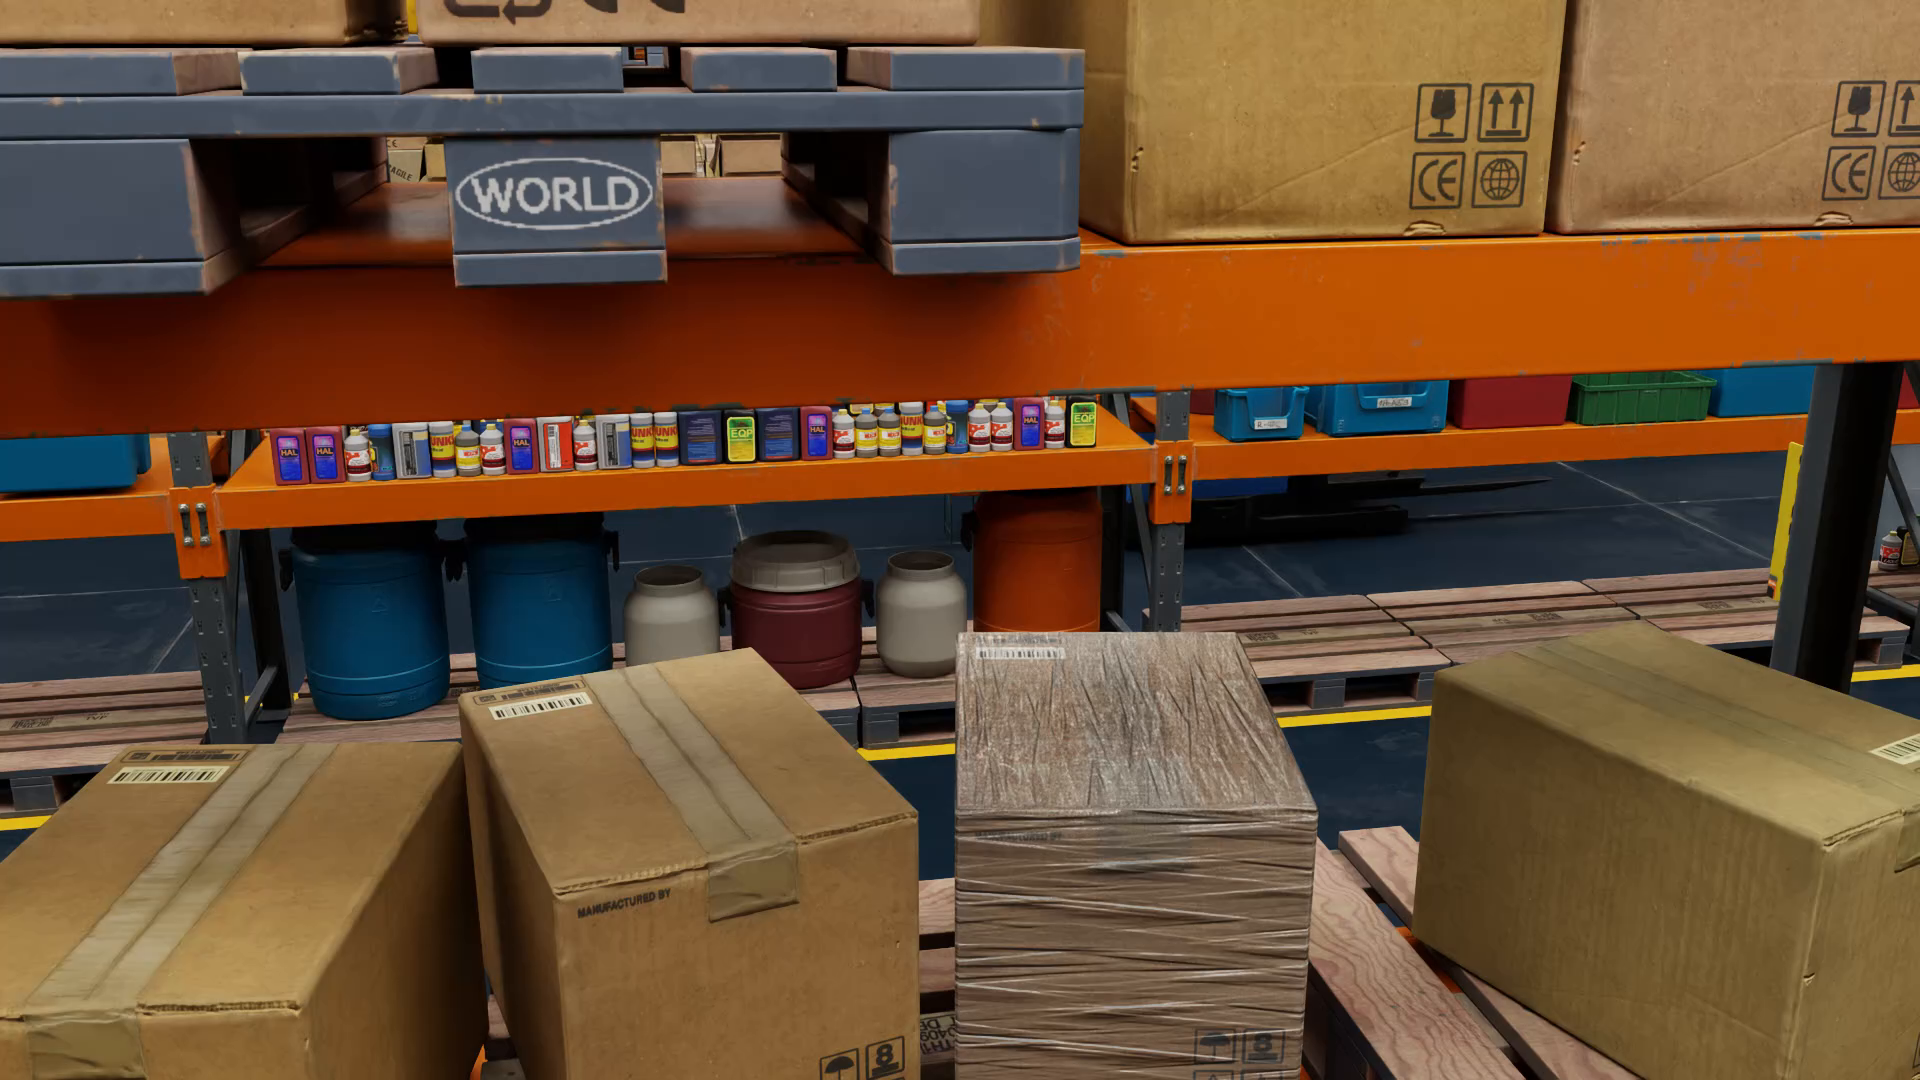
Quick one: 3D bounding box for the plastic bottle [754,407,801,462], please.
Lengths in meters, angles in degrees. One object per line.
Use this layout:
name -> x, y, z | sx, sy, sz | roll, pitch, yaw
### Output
plastic bottle -> -0.765, -0.511, 6.951 | 0.185, 0.351, 0.144 | -3, 17, -10

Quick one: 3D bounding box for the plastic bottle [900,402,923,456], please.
plastic bottle -> -0.204, -0.498, 7.044 | 0.097, 0.271, 0.097 | 0, 17, 0

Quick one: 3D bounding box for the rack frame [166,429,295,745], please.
rack frame -> -3.090, -0.518, 6.890 | 0.127, 3.000, 1.000 | -3, 17, -10

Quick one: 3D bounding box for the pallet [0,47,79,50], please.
pallet -> -1.500, -0.450, 1.879 | 1.003, 0.211, 1.213 | -3, 17, -10

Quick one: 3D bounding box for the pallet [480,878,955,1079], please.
pallet -> -0.135, 0.889, 2.636 | 1.213, 0.211, 1.003 | -3, 17, -10

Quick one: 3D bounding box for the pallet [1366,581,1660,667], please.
pallet -> 2.801, 0.493, 8.346 | 1.213, 0.211, 1.003 | -3, 17, -10

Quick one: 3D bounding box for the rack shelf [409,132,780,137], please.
rack shelf -> -1.126, -1.719, 6.917 | 4.000, 0.370, 1.077 | -3, 17, -10

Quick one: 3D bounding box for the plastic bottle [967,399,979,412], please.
plastic bottle -> 0.020, -0.749, 7.840 | 0.133, 0.283, 0.061 | -3, 17, -10

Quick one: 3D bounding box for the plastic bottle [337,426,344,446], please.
plastic bottle -> -2.722, -0.503, 7.180 | 0.097, 0.201, 0.097 | 0, 17, 0

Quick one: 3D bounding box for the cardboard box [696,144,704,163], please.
cardboard box -> -2.608, -3.738, 16.074 | 0.250, 0.149, 0.380 | -2, 17, -8

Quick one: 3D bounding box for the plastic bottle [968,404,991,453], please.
plastic bottle -> 0.082, -0.481, 7.107 | 0.097, 0.201, 0.097 | 0, 17, 0

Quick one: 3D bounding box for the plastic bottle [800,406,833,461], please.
plastic bottle -> -0.601, -0.476, 6.951 | 0.133, 0.283, 0.061 | -3, 17, -10

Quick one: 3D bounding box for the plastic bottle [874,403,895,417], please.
plastic bottle -> -0.353, -0.683, 7.766 | 0.097, 0.201, 0.097 | 0, 17, 0

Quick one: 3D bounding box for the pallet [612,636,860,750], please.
pallet -> -1.124, 0.715, 7.624 | 1.213, 0.211, 1.003 | -3, 17, -10

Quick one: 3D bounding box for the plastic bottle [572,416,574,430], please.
plastic bottle -> -1.683, -0.470, 6.945 | 0.135, 0.276, 0.152 | -3, 17, -10

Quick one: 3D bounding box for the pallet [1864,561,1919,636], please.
pallet -> 5.432, 0.344, 8.832 | 1.213, 0.211, 1.003 | -3, 17, -10

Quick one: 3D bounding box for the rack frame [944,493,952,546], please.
rack frame -> -0.076, -0.569, 10.122 | 0.006, 1.200, 0.240 | -3, 17, -10

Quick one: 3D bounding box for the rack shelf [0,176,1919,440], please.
rack shelf -> -0.190, -0.291, 2.268 | 4.000, 0.370, 1.077 | -3, 17, -10

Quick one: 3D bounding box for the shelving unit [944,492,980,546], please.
shelving unit -> 0.014, -0.574, 10.138 | 0.189, 1.200, 0.258 | -3, 17, -10

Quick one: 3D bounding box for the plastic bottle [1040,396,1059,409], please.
plastic bottle -> 0.380, -0.707, 7.715 | 0.135, 0.276, 0.152 | -3, 17, -10

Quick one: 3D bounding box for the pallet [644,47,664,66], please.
pallet -> -1.226, -1.997, 6.919 | 1.213, 0.211, 1.003 | -3, 17, -10

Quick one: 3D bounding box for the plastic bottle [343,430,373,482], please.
plastic bottle -> -2.408, -0.340, 6.647 | 0.097, 0.201, 0.097 | 0, 17, 0

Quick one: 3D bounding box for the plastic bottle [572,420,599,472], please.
plastic bottle -> -1.535, -0.389, 6.808 | 0.097, 0.201, 0.097 | 0, 17, 0

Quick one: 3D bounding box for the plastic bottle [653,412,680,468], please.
plastic bottle -> -1.212, -0.441, 6.858 | 0.097, 0.271, 0.097 | 0, 17, 0

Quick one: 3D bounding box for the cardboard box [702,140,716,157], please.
cardboard box -> -2.465, -3.941, 16.733 | 0.250, 0.149, 0.380 | -2, 17, -8

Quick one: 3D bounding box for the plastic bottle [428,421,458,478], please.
plastic bottle -> -2.085, -0.391, 6.696 | 0.097, 0.271, 0.097 | 0, 17, 0

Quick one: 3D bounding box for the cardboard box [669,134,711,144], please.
cardboard box -> -3.411, -5.029, 20.979 | 0.500, 0.250, 0.500 | -4, 17, -12

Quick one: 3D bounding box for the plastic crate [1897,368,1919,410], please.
plastic crate -> 4.348, -0.879, 7.956 | 0.583, 0.464, 0.402 | -3, 17, -10

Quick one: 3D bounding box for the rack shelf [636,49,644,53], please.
rack shelf -> -3.946, -6.004, 20.867 | 4.000, 0.370, 1.077 | -3, 17, -10

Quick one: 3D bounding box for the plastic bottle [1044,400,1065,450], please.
plastic bottle -> 0.405, -0.499, 7.167 | 0.097, 0.201, 0.097 | 0, 17, 0

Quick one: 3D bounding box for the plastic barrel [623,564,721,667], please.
plastic barrel -> -1.286, 0.400, 7.423 | 0.421, 0.512, 0.421 | 0, 17, 0

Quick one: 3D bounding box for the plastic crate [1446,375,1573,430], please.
plastic crate -> 2.482, -0.773, 7.611 | 0.583, 0.464, 0.402 | -3, 17, -10

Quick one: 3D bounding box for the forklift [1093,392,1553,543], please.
forklift -> 2.324, -1.574, 10.444 | 3.031, 2.935, 1.130 | -4, 18, -13

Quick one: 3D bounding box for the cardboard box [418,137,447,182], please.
cardboard box -> -3.404, -2.511, 11.500 | 0.637, 0.503, 0.797 | -4, 17, -12

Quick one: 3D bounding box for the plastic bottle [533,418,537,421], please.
plastic bottle -> -1.868, -0.585, 7.327 | 0.097, 0.271, 0.097 | 0, 17, 0

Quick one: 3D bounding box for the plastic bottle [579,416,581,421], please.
plastic bottle -> -1.778, -0.630, 7.465 | 0.135, 0.276, 0.152 | -3, 17, -10

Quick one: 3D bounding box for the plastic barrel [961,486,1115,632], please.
plastic barrel -> 0.360, 0.128, 7.767 | 0.708, 0.830, 0.600 | -3, 17, -10

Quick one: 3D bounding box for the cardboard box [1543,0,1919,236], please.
cardboard box -> 0.851, -0.732, 2.307 | 0.500, 0.500, 0.910 | -3, 17, -10

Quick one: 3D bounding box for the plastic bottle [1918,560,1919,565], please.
plastic bottle -> 5.343, -0.027, 9.052 | 0.185, 0.351, 0.144 | -4, 17, -12

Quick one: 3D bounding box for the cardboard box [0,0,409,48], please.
cardboard box -> -0.993, -0.871, 1.873 | 0.600, 0.600, 0.600 | -3, 17, -11

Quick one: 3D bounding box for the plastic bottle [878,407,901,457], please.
plastic bottle -> -0.300, -0.459, 7.036 | 0.097, 0.201, 0.097 | 0, 17, 0

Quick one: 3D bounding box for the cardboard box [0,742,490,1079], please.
cardboard box -> -0.983, 0.643, 2.224 | 0.500, 0.500, 0.700 | -1, 17, -2

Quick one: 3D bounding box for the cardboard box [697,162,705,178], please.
cardboard box -> -2.609, -3.596, 16.116 | 0.250, 0.149, 0.380 | -3, 17, -9

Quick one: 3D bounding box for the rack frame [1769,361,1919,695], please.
rack frame -> 1.774, 0.687, 2.965 | 0.127, 3.000, 1.000 | -3, 17, -10

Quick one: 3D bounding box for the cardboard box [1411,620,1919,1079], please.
cardboard box -> 1.177, 0.506, 2.669 | 0.500, 0.500, 0.700 | -10, 20, -29
